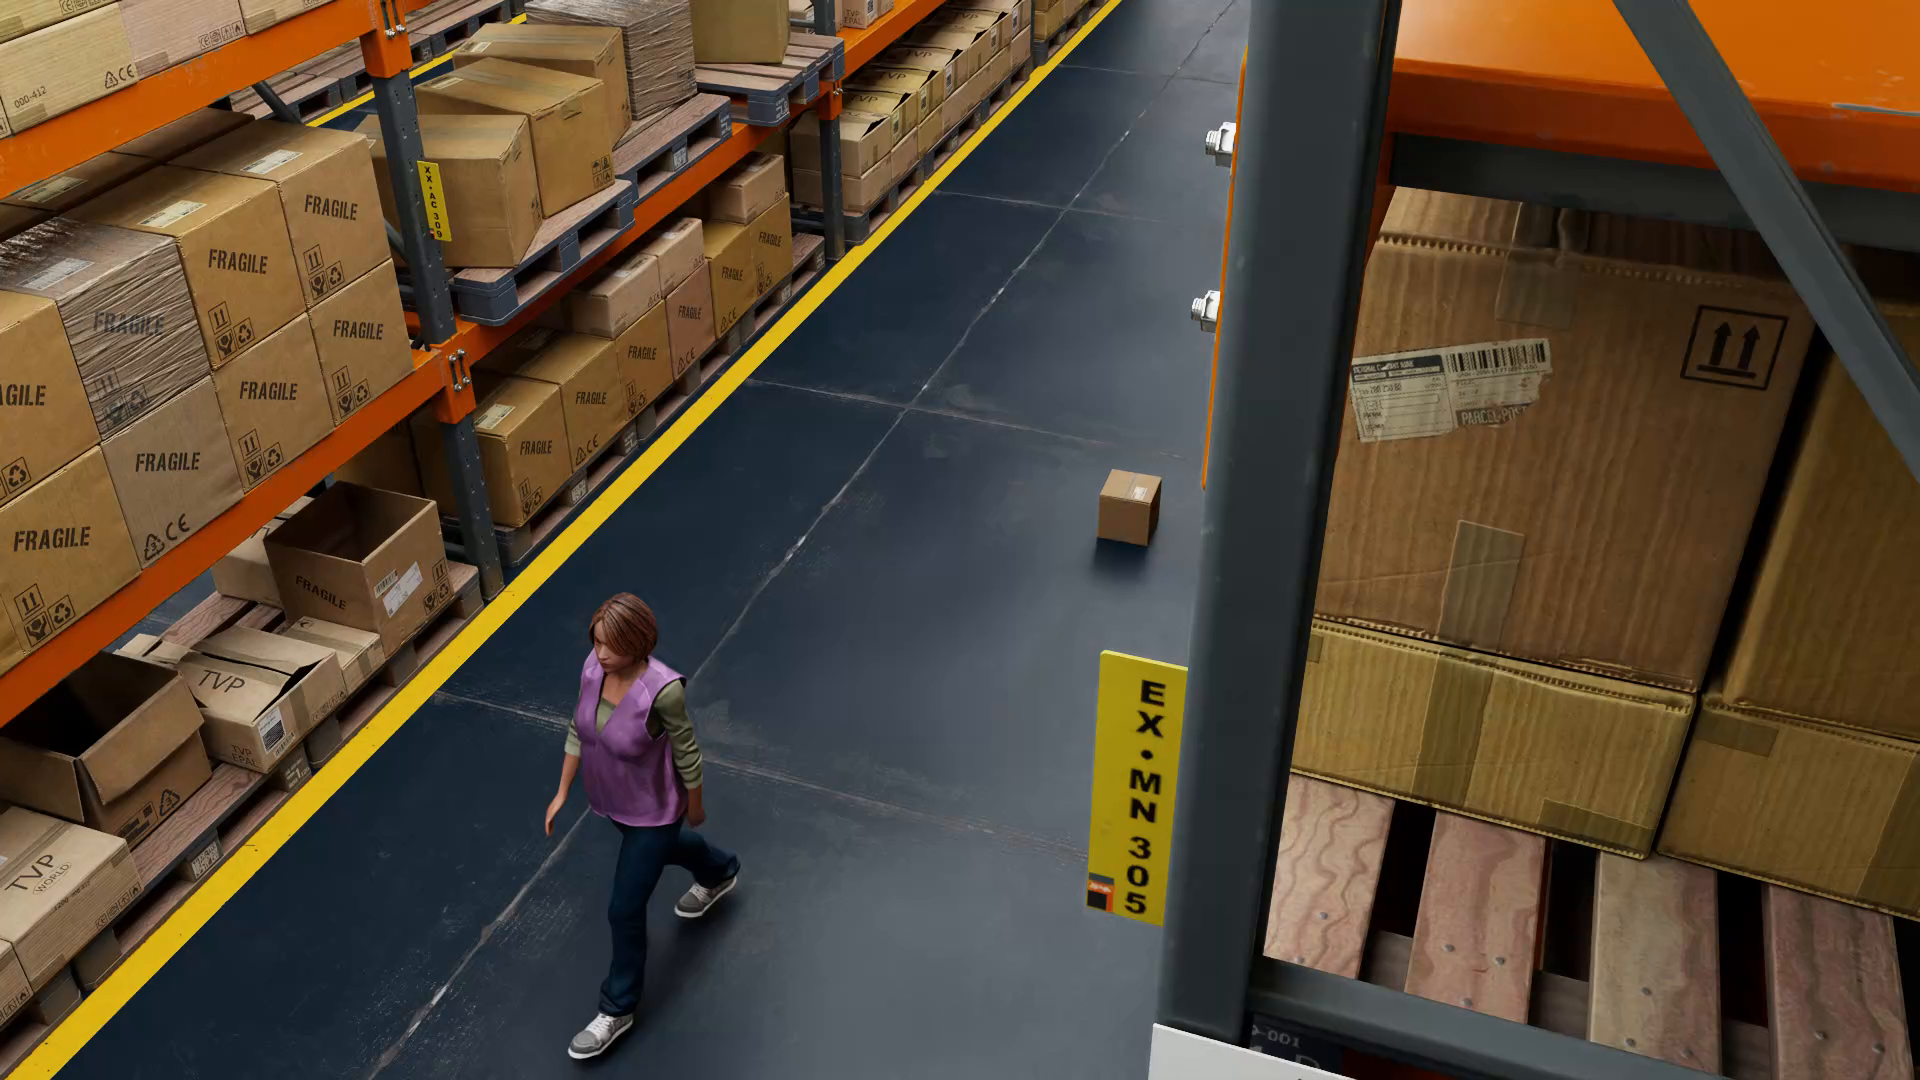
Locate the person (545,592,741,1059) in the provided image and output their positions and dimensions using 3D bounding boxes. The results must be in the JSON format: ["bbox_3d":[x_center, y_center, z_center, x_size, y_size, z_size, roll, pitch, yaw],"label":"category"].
[{"bbox_3d":[-1.074,0.845,5.377,0.427,1.537,0.925,22,40,29],"label":"person"}]
